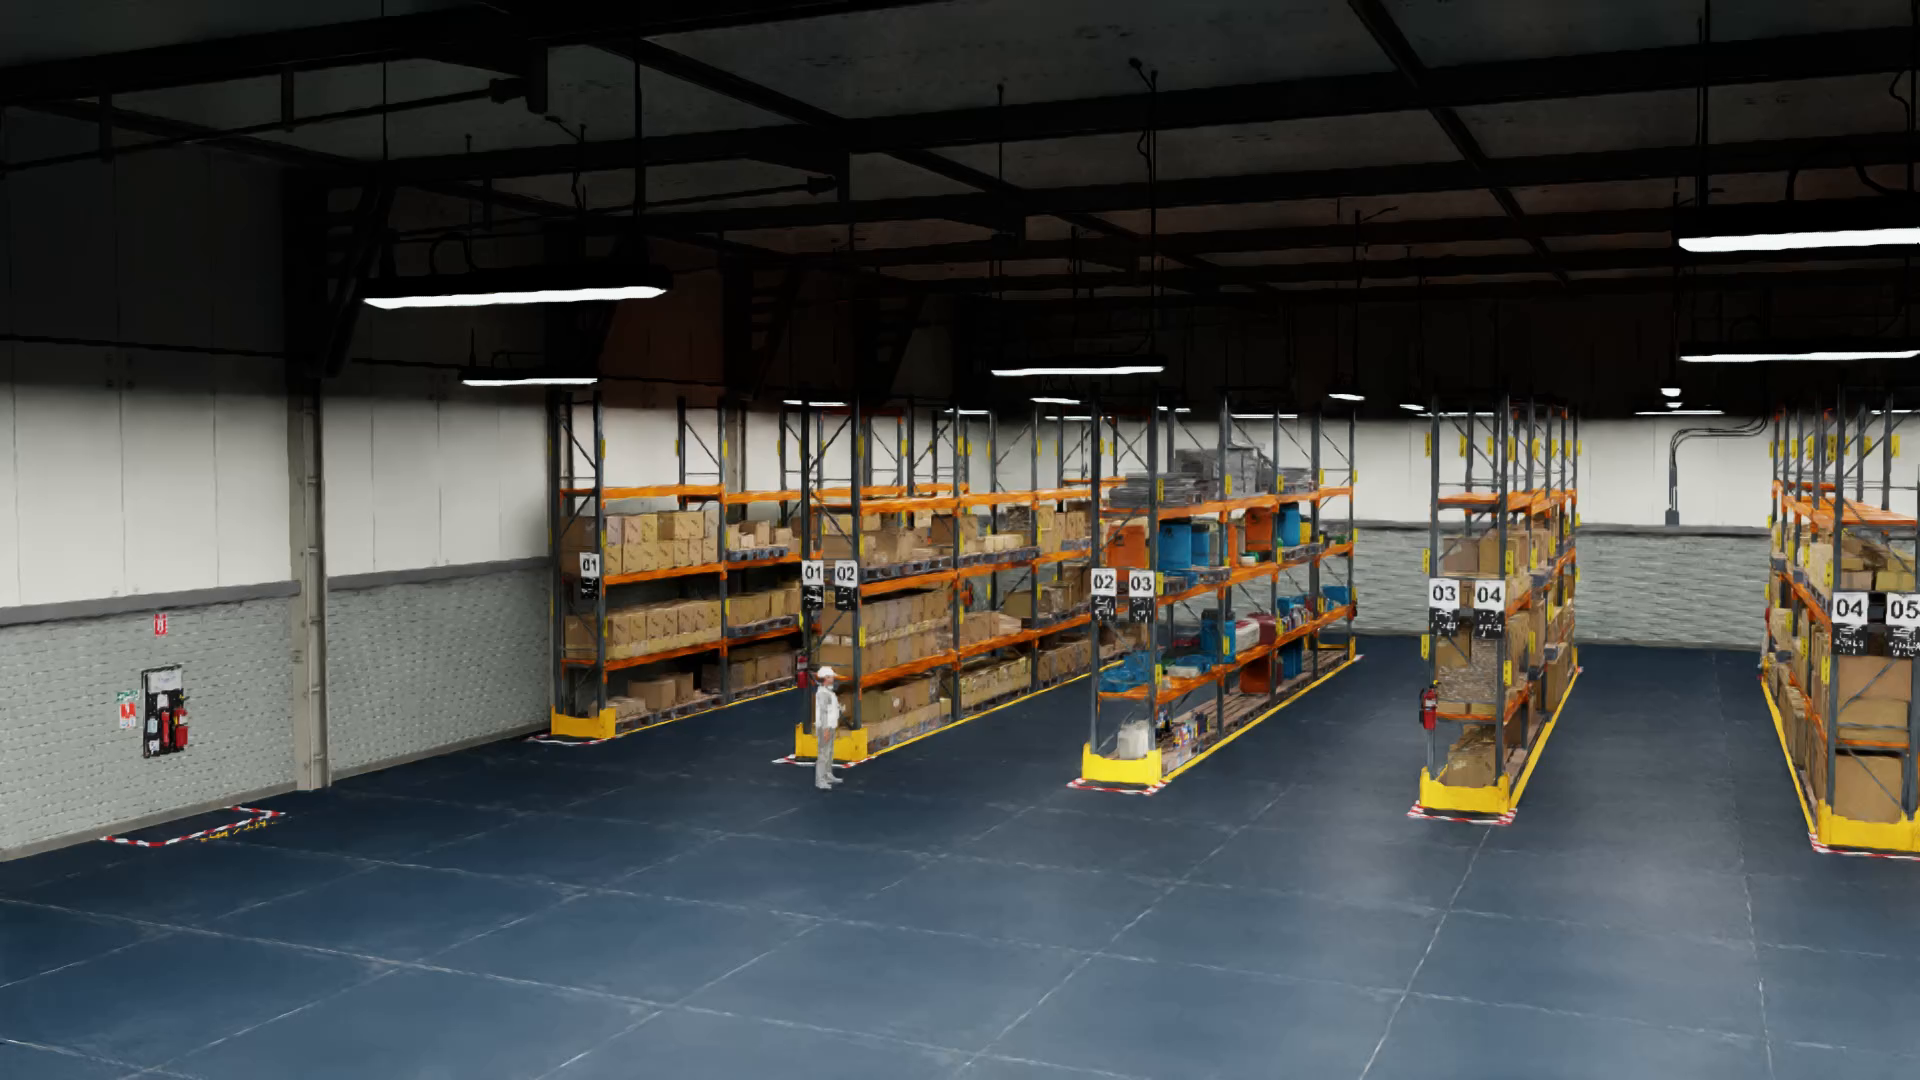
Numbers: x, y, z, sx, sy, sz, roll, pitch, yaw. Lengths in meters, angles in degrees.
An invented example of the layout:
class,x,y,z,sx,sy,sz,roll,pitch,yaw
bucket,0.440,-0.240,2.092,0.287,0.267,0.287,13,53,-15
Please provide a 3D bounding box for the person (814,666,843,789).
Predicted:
class,x,y,z,sx,sy,sz,roll,pitch,yaw
person,-1.947,2.740,24.521,0.405,1.779,0.615,0,3,1

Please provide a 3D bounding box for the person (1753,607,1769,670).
class,x,y,z,sx,sy,sz,roll,pitch,yaw
person,18.312,2.095,37.361,0.951,1.679,0.584,-3,4,-38
